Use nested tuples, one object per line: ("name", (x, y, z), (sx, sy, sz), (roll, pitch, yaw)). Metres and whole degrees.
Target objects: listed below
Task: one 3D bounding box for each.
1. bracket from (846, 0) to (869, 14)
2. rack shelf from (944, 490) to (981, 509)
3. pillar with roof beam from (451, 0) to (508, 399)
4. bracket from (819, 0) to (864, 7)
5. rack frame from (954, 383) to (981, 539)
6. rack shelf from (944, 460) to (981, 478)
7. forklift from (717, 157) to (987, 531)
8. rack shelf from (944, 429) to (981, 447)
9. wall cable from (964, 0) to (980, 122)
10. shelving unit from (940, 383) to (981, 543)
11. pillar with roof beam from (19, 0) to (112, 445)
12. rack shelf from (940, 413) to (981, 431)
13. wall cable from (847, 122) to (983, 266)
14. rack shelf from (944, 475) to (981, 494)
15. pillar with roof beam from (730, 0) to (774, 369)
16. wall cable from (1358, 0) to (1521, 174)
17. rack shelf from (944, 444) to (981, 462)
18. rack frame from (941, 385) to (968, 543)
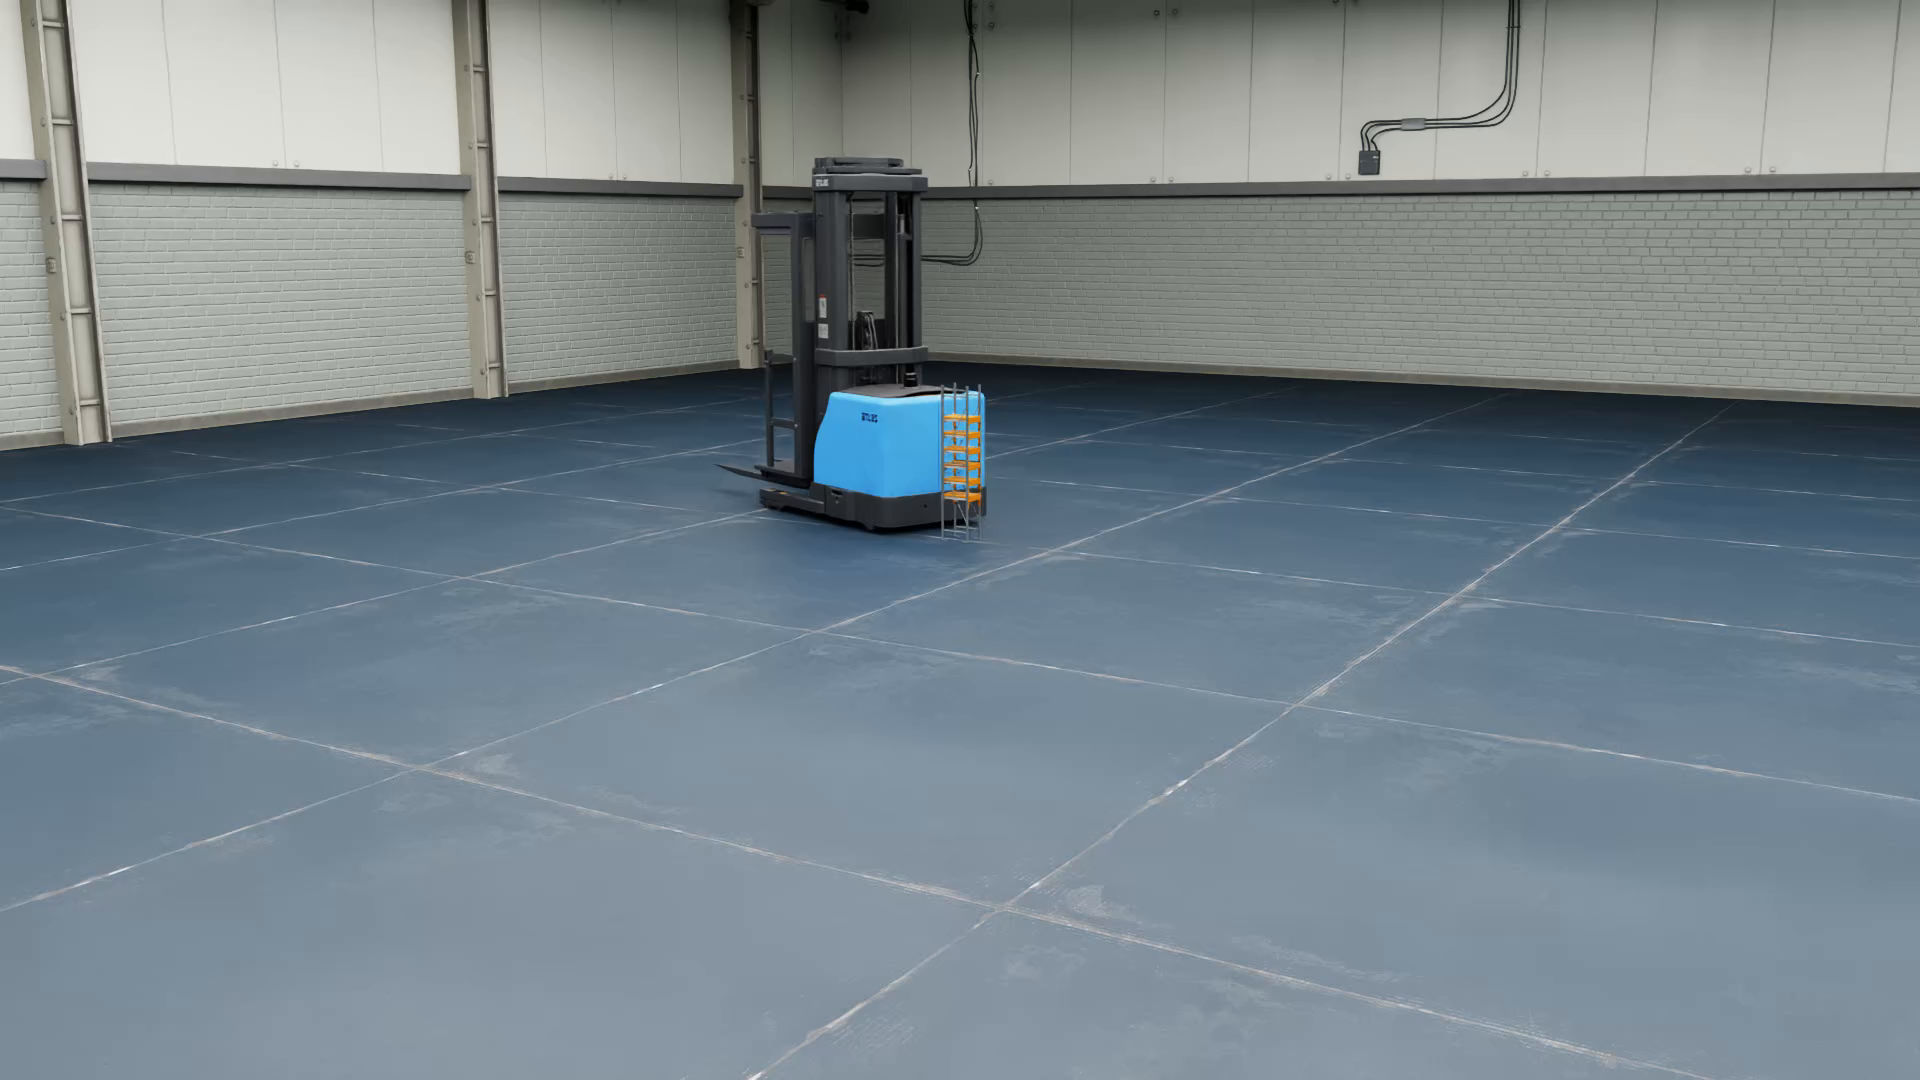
("bracket", (-1.850, -9.584, 29.826), (0.235, 0.232, 0.430), (6, 12, 31))
("rack shelf", (0.008, -0.312, 12.823), (0.258, 0.103, 0.180), (6, 12, 31))
("pillar with roof beam", (-3.035, -6.056, 20.762), (9.100, 9.000, 0.400), (6, 12, 31))
("bracket", (-2.157, -9.491, 29.330), (0.076, 0.066, 3.189), (6, 12, 31))
("rack frame", (0.055, -0.606, 12.847), (0.240, 1.200, 0.006), (6, 12, 31))
("rack shelf", (0.008, -0.548, 12.779), (0.258, 0.103, 0.180), (6, 12, 31))
("forklift", (-1.073, -1.736, 14.178), (1.130, 2.935, 3.031), (-8, 13, -36))
("rack shelf", (0.008, -0.784, 12.734), (0.258, 0.103, 0.180), (6, 12, 31))
("wall cable", (1.372, -8.445, 28.240), (3.097, 2.526, 0.112), (6, 12, 31))
("shelving unit", (0.008, -0.592, 12.770), (0.258, 1.200, 0.189), (6, 12, 31))
("pillar with roof beam", (-6.150, -5.112, 15.721), (9.100, 9.000, 0.400), (6, 12, 31))
("rack shelf", (0.008, -0.902, 12.712), (0.258, 0.103, 0.180), (6, 12, 31))
("wall cable", (-0.940, -6.222, 30.085), (3.097, 2.526, 0.112), (6, 12, 31))
("rack shelf", (0.008, -0.430, 12.801), (0.258, 0.103, 0.180), (6, 12, 31))
("pillar with roof beam", (0.080, -7.000, 25.802), (9.100, 9.000, 0.548), (6, 12, 31))
("wall cable", (7.165, -8.510, 24.628), (2.305, 6.003, 0.169), (6, 12, 31))
("rack shelf", (0.008, -0.666, 12.757), (0.258, 0.103, 0.180), (6, 12, 31))
("rack frame", (-0.040, -0.578, 12.694), (0.240, 1.200, 0.006), (6, 12, 31))
